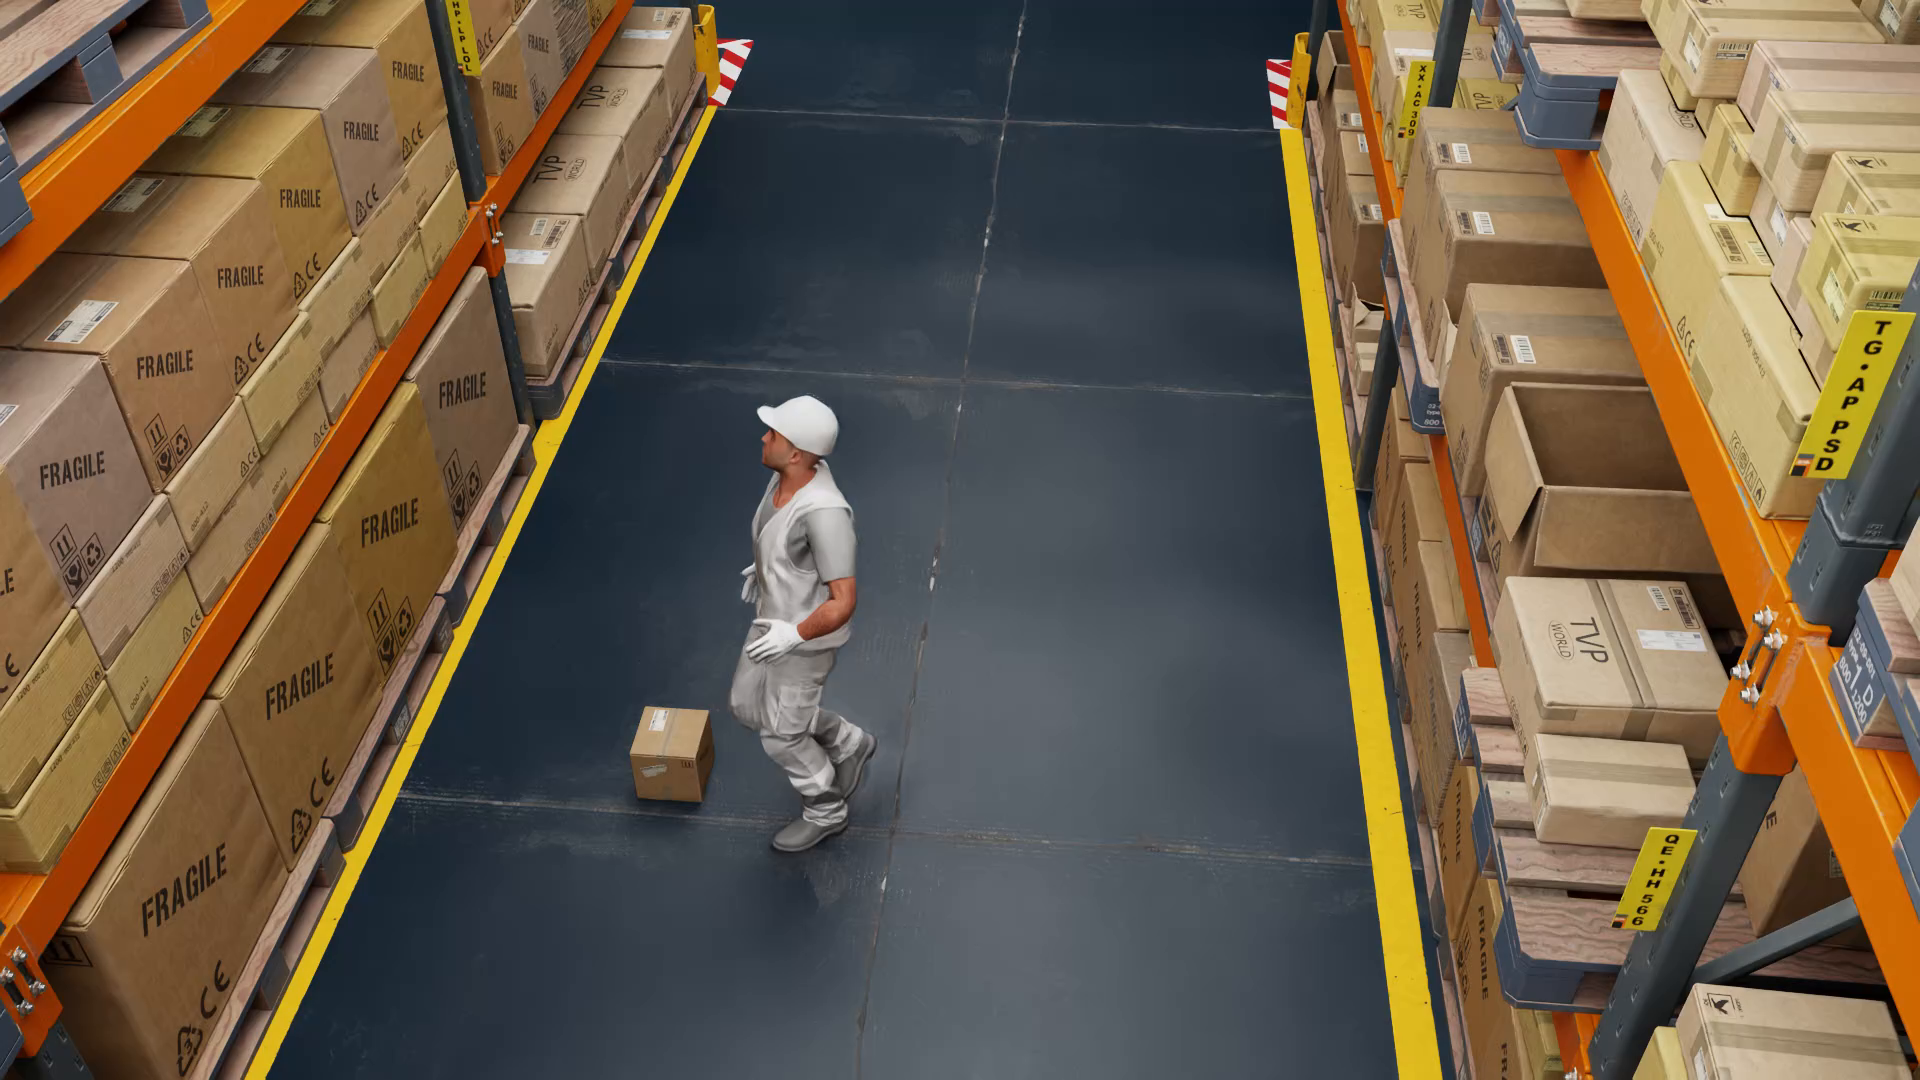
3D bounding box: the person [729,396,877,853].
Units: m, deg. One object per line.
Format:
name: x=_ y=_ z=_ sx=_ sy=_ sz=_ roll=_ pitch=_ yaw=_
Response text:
person: x=-0.585 y=0.294 z=5.836 sx=0.519 sy=1.713 sz=0.714 roll=-13 pitch=41 yaw=-15
